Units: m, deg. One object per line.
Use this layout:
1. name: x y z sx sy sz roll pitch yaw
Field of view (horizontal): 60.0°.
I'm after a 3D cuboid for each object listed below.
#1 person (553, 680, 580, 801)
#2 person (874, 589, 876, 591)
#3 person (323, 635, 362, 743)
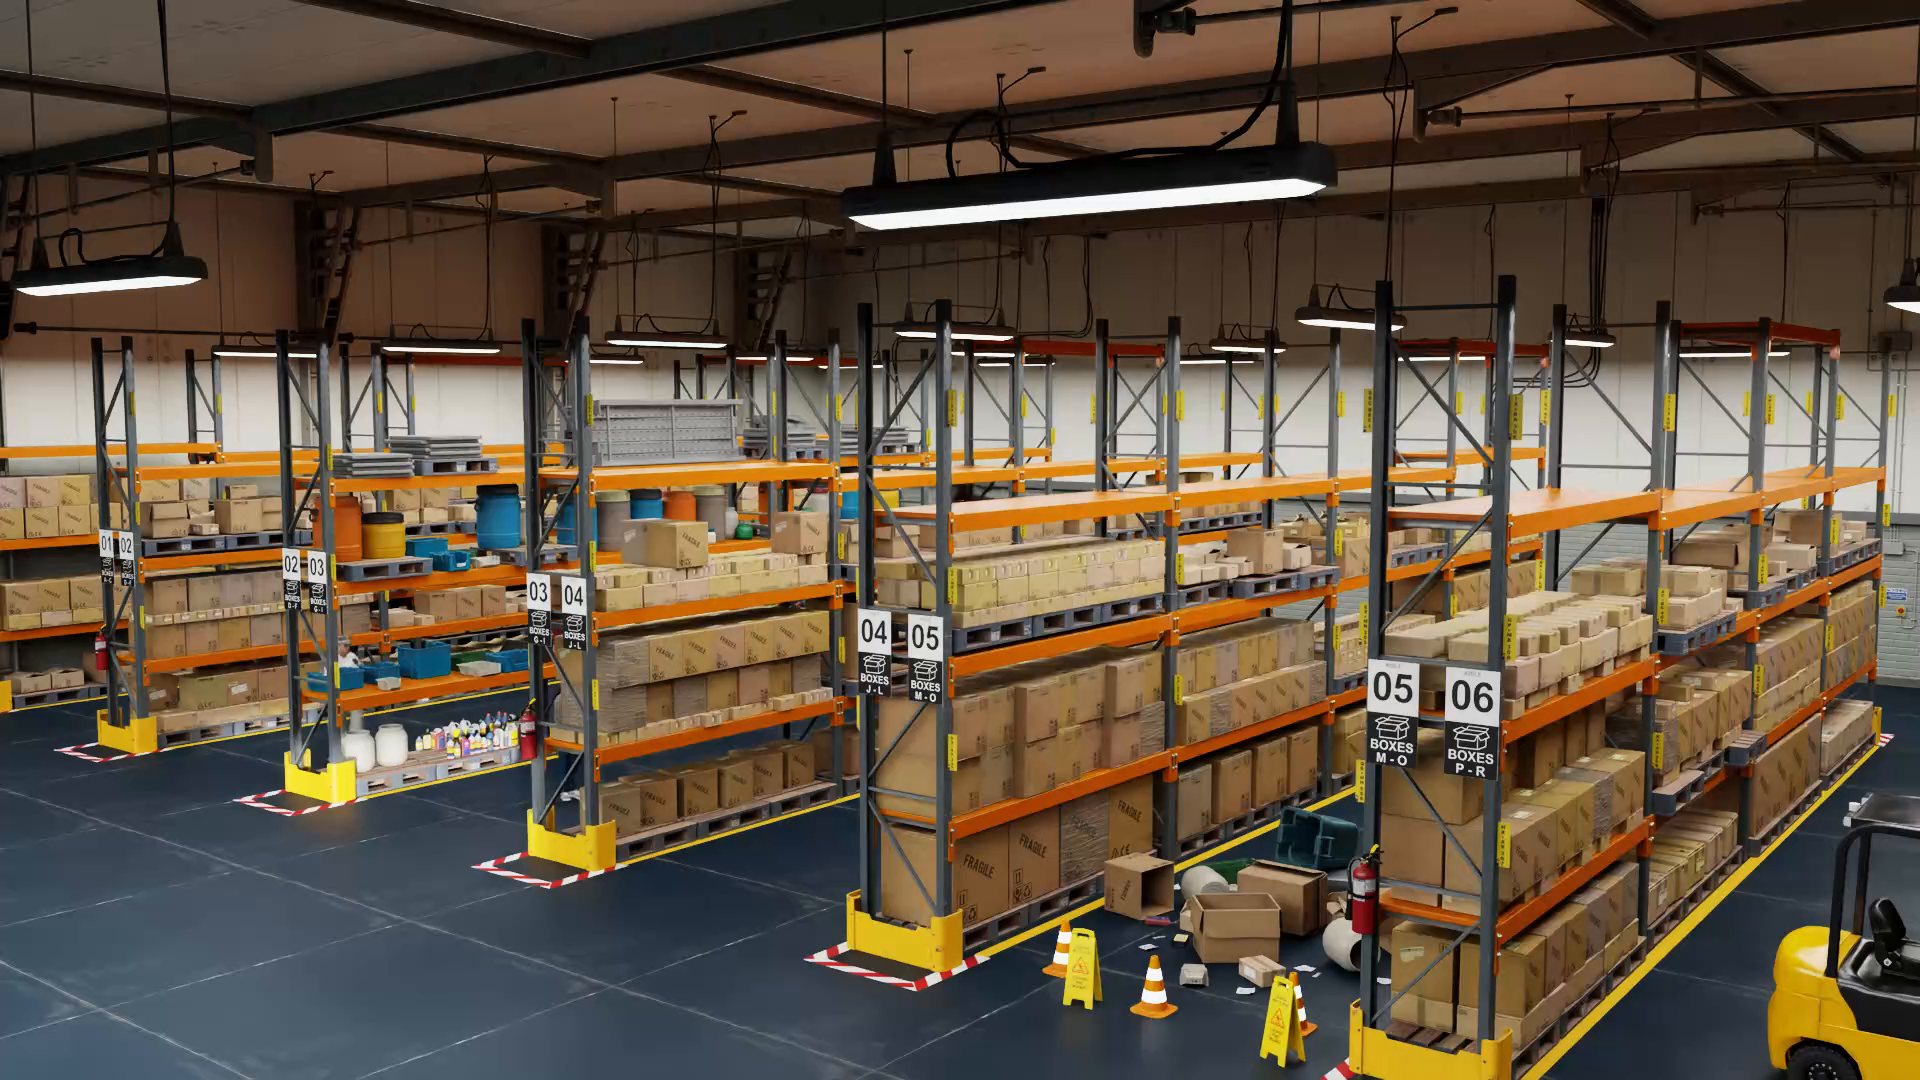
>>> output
1. person: -4.998 2.522 21.190 0.322 1.608 0.431 3 6 31
2. person: -1.660 1.236 35.304 0.551 1.674 1.008 3 6 33
3. person: -8.741 2.225 23.659 0.640 1.779 0.403 -5 7 -43
